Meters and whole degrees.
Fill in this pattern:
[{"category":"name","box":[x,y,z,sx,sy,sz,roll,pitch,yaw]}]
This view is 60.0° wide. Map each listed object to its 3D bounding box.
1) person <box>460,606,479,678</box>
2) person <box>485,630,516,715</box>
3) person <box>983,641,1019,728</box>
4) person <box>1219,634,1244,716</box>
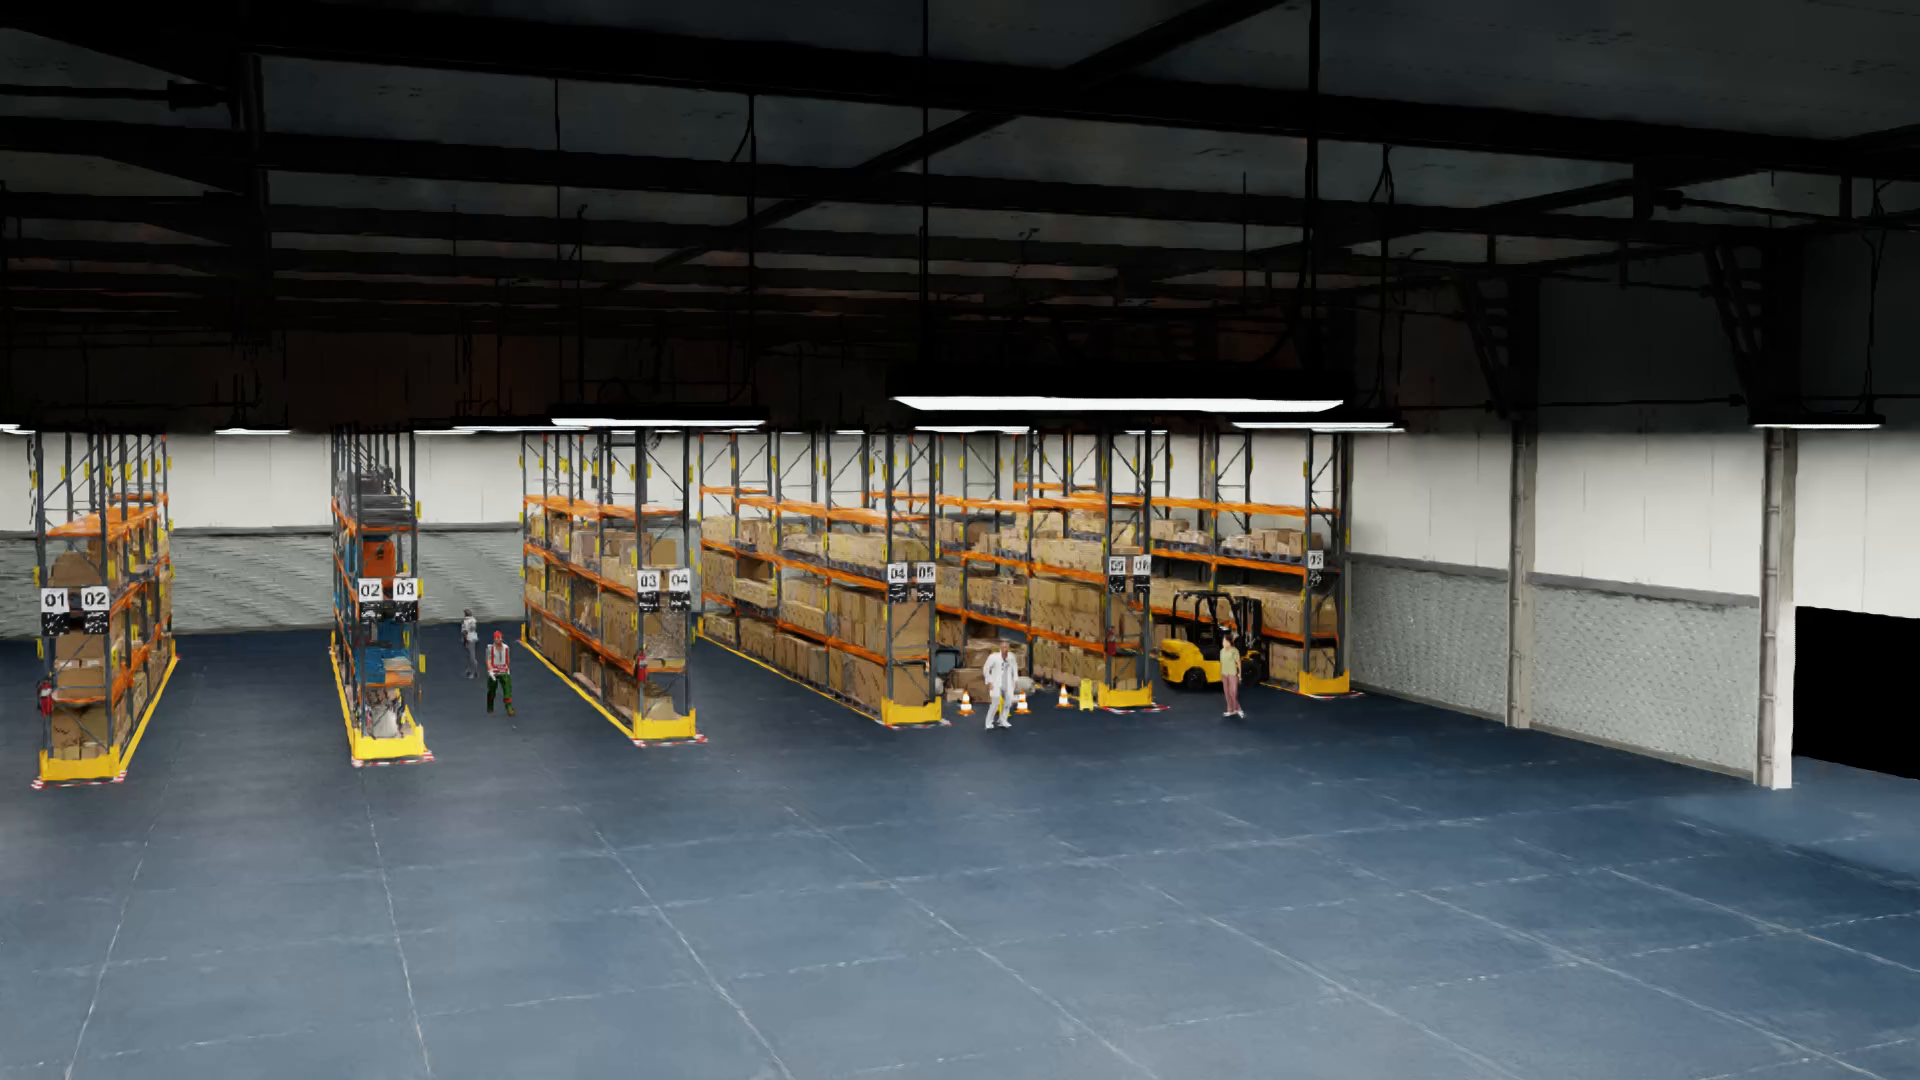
[{"category":"person","box":[-11.655,2.413,39.450,0.545,1.664,0.574,0,4,6]},{"category":"person","box":[-9.466,2.714,34.113,0.528,1.727,1.030,-2,4,-30]},{"category":"person","box":[0.791,2.824,32.597,0.729,1.733,0.546,-2,4,-23]},{"category":"person","box":[5.545,2.757,33.967,0.563,1.666,0.373,3,5,38]}]
